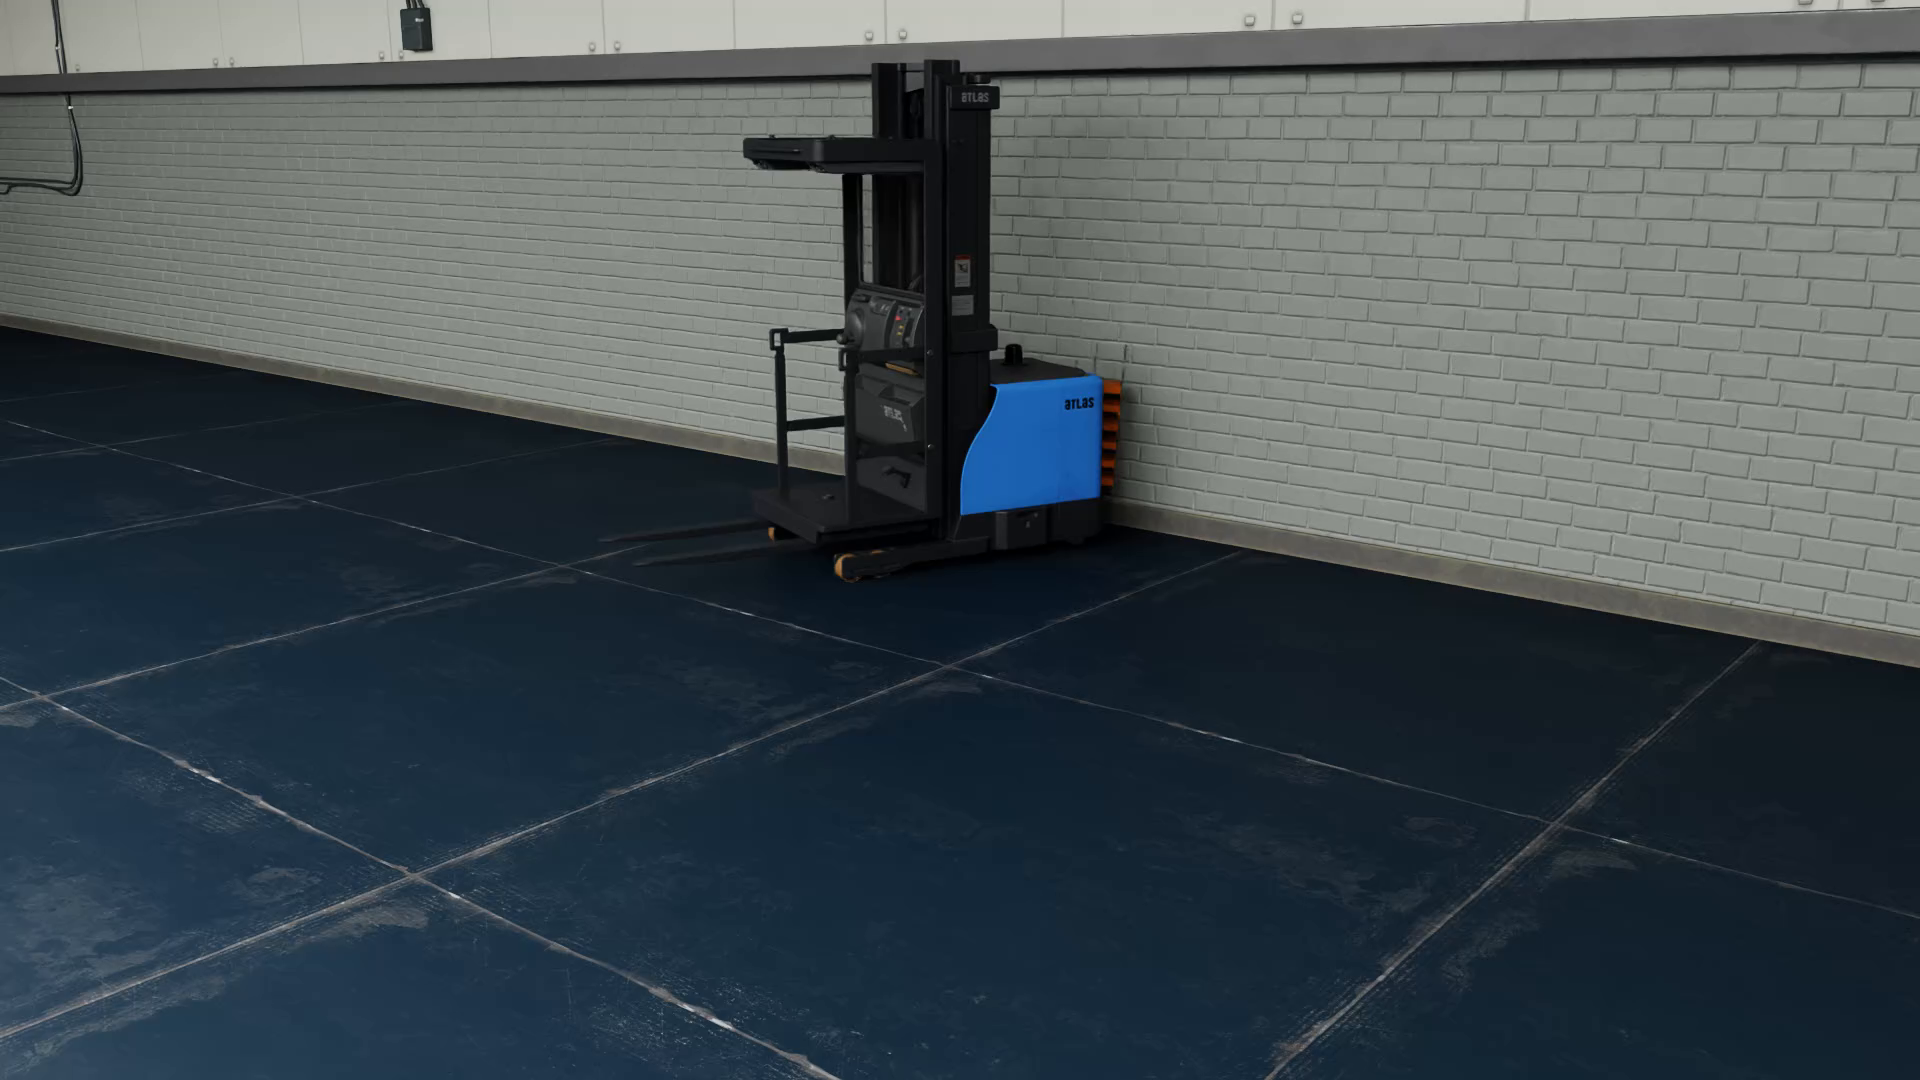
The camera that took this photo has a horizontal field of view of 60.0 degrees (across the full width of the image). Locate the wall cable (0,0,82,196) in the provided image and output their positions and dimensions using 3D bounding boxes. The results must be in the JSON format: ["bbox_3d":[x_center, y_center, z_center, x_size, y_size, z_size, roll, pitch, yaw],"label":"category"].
[{"bbox_3d":[-11.430,-5.430,20.028,3.097,2.526,0.112,11,18,38],"label":"wall cable"}]

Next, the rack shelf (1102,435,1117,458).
[{"bbox_3d":[0.925,-0.616,10.770,0.180,0.103,0.258,5,15,5],"label":"rack shelf"}]

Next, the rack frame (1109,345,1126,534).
[{"bbox_3d":[1.019,-0.650,10.750,0.006,1.200,0.240,5,15,5],"label":"rack frame"}]

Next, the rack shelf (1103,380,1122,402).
[{"bbox_3d":[0.948,-0.963,10.679,0.180,0.103,0.258,5,15,5],"label":"rack shelf"}]

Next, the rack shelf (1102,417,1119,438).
[{"bbox_3d":[0.933,-0.731,10.739,0.180,0.103,0.258,5,15,5],"label":"rack shelf"}]

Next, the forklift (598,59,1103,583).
[{"bbox_3d":[-0.637,-1.322,9.872,3.031,2.935,1.130,-8,16,-28],"label":"forklift"}]

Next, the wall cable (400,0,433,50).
[{"bbox_3d":[-4.056,-7.111,13.432,2.305,6.003,0.169,11,18,38],"label":"wall cable"}]

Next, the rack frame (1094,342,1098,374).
[{"bbox_3d":[0.837,-0.666,10.767,0.006,1.200,0.240,5,15,5],"label":"rack frame"}]

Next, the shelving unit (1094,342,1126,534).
[{"bbox_3d":[0.928,-0.658,10.758,0.189,1.200,0.258,5,15,5],"label":"shelving unit"}]

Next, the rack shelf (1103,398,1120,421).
[{"bbox_3d":[0.940,-0.847,10.709,0.180,0.103,0.258,5,15,5],"label":"rack shelf"}]

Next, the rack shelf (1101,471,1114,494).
[{"bbox_3d":[0.911,-0.384,10.830,0.180,0.103,0.258,5,15,5],"label":"rack shelf"}]

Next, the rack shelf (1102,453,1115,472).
[{"bbox_3d":[0.918,-0.500,10.800,0.180,0.103,0.258,5,15,5],"label":"rack shelf"}]
